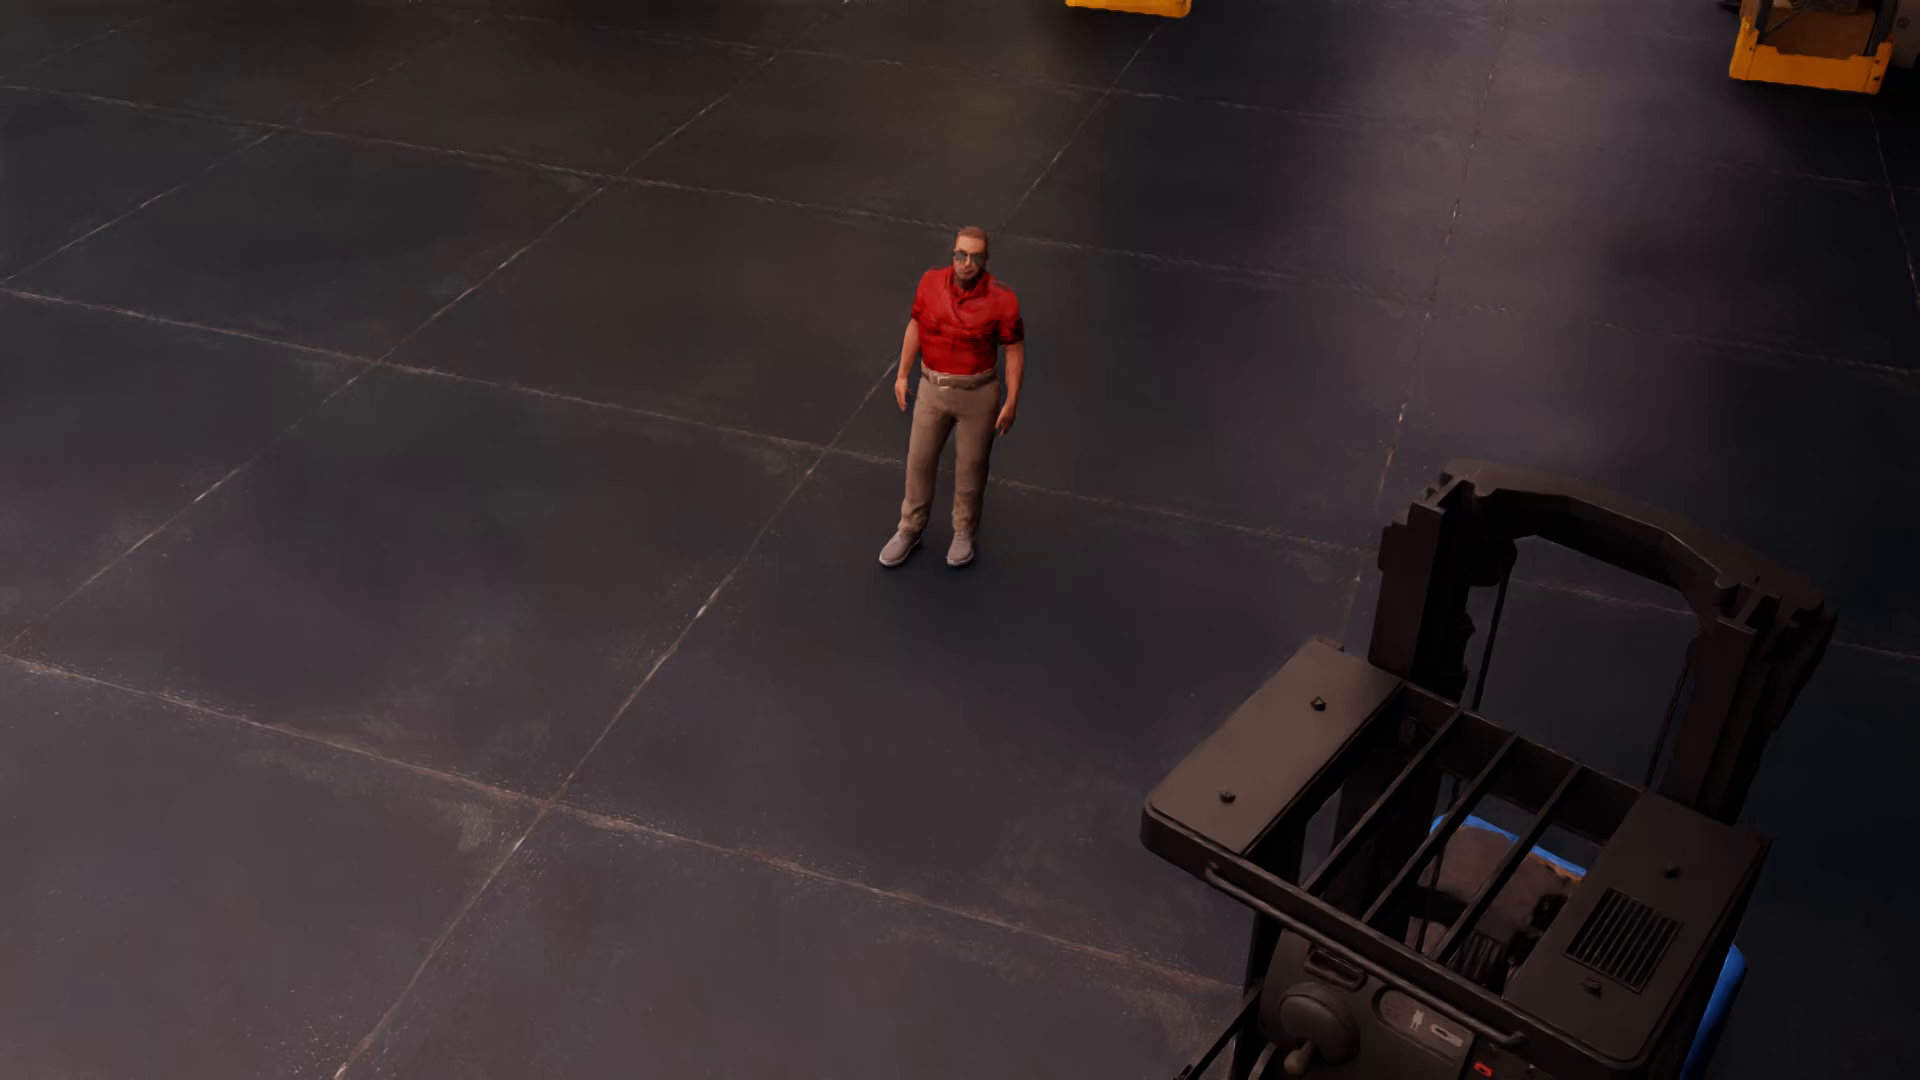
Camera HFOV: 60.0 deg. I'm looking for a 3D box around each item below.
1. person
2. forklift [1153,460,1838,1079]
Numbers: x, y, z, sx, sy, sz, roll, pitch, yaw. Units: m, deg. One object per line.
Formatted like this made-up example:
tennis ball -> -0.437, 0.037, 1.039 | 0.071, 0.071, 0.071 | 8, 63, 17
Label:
person -> -0.041, -0.664, 8.075 | 0.640, 1.726, 0.551 | 12, 37, 16
forklift -> 1.104, 1.406, 4.128 | 1.130, 2.935, 3.031 | 24, 42, 29
